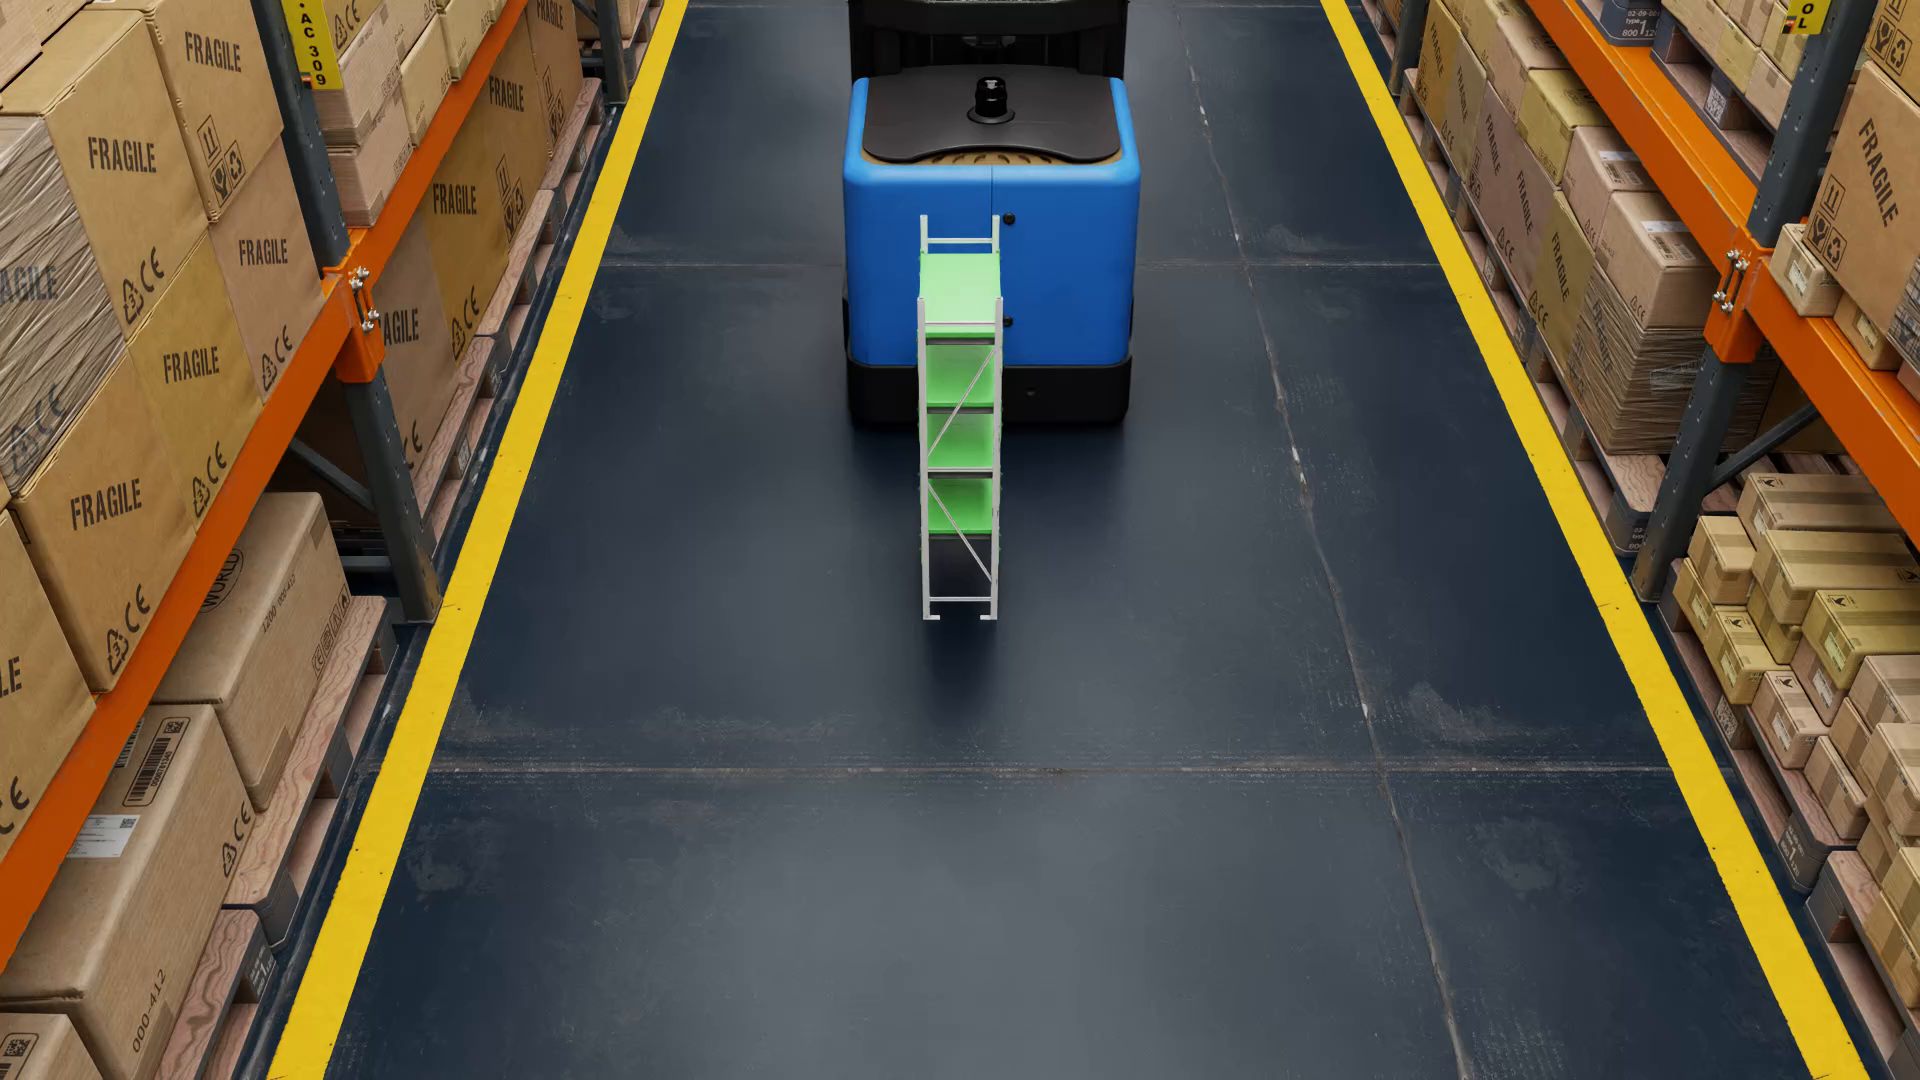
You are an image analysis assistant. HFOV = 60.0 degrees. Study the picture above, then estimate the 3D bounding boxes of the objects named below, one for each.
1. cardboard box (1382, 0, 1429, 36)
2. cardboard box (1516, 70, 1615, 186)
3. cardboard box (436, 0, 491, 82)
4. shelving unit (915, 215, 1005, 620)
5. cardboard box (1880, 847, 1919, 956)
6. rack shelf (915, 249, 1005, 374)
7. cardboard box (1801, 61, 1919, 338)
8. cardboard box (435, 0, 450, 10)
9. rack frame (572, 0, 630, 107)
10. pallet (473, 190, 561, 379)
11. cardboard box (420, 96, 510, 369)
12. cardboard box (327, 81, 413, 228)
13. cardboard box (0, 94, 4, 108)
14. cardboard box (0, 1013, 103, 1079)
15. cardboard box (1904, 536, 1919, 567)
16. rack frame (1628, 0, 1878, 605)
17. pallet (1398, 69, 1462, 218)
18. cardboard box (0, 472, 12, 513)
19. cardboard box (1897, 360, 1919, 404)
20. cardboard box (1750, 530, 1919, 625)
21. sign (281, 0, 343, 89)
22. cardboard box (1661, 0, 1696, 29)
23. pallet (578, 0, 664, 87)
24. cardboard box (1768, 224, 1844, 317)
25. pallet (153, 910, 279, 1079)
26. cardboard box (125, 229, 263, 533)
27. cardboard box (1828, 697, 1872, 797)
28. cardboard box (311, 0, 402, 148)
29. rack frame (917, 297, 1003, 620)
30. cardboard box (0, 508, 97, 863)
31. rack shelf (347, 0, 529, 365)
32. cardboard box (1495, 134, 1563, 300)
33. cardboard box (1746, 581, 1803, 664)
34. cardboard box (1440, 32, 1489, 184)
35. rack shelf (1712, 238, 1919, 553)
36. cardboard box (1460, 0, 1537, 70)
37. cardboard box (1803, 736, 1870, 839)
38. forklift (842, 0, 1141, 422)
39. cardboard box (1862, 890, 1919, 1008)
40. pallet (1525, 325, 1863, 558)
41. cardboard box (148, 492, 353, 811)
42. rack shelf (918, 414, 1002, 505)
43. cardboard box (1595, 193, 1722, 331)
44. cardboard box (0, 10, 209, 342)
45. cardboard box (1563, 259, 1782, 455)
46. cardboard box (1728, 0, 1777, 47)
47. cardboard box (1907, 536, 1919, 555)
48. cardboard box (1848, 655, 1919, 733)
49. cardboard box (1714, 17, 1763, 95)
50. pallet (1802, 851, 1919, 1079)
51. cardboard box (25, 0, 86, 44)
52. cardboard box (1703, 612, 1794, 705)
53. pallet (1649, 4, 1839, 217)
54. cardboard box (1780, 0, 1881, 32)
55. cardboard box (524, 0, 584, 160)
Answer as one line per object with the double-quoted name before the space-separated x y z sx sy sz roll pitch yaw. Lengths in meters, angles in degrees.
"cardboard box" 2.827 -3.164 8.763 1.050 0.750 0.750 -1 39 -1
"cardboard box" 2.487 -1.594 6.404 0.500 0.250 0.500 -2 39 -2
"cardboard box" -1.931 -1.790 5.705 0.500 0.250 0.500 0 39 0
"shelving unit" 0.000 -0.365 5.246 0.258 1.200 0.503 0 39 0
"cardboard box" 2.460 0.873 3.968 0.380 0.149 0.250 0 39 0
"rack shelf" 0.000 -0.689 4.985 0.258 0.148 0.480 0 39 0
"cardboard box" 2.491 -0.841 4.083 0.500 0.500 0.500 -1 39 -1
"cardboard box" -1.929 -1.982 5.545 0.500 0.250 0.500 0 39 1
"rack frame" -2.212 -3.430 7.632 1.000 3.000 0.127 0 39 0
"pallet" -2.288 -1.088 6.939 1.003 0.211 1.213 0 39 0
"cardboard box" -2.297 -1.216 6.232 0.875 0.875 0.875 1 39 1
"cardboard box" -1.944 -1.146 4.901 0.500 0.250 0.500 -1 39 -1
"cardboard box" -1.952 -0.783 2.930 0.380 0.149 0.250 0 39 0
"cardboard box" -2.313 1.423 3.288 0.875 0.438 0.875 1 39 1
"cardboard box" 3.061 0.034 5.015 0.380 0.149 0.250 1 39 1
"rack frame" 2.742 -0.996 4.594 1.000 3.000 0.127 0 39 0
"pallet" 2.737 -1.920 7.977 1.003 0.211 1.213 0 39 0
"cardboard box" -1.936 -0.114 2.614 0.500 0.500 0.500 0 39 0
"cardboard box" 2.543 -0.392 4.041 0.380 0.149 0.250 -2 39 -2
"cardboard box" 2.477 0.109 4.684 0.380 0.149 0.250 2 39 2
"sign" -1.652 -1.299 4.217 0.100 0.325 0.005 0 39 0
"cardboard box" 2.545 -1.785 5.444 0.380 0.149 0.250 -2 39 -2
"pallet" -2.211 -2.831 9.114 1.003 0.211 1.213 0 39 0
"cardboard box" 2.416 -0.720 4.451 0.380 0.149 0.250 1 39 2
"pallet" -2.281 1.400 3.835 1.003 0.211 1.213 0 39 0
"cardboard box" -1.945 -0.356 3.716 0.500 0.500 0.500 -1 39 -1
"cardboard box" 2.547 0.543 4.380 0.380 0.149 0.250 -2 39 -2
"cardboard box" -1.926 -1.341 4.745 0.500 0.250 0.500 -1 39 -1
"rack frame" 0.000 -0.212 5.055 0.240 1.200 0.015 0 39 0
"cardboard box" -1.945 0.285 2.915 0.500 0.500 0.500 1 39 1
"rack shelf" -2.210 -1.899 6.296 1.077 0.370 4.000 0 39 0
"cardboard box" 2.493 -1.288 6.622 0.500 0.500 0.500 -1 39 -1
"cardboard box" 2.513 0.222 4.780 0.380 0.149 0.250 0 39 0
"cardboard box" 2.488 -1.929 7.421 0.500 0.500 0.500 0 39 0
"rack shelf" 2.745 0.536 3.258 1.077 0.370 4.000 0 39 0
"cardboard box" 2.497 -2.230 7.197 0.500 0.250 0.500 0 39 -1
"cardboard box" 2.524 0.661 4.470 0.380 0.149 0.250 -1 39 -1
"forklift" 0.109 -2.474 6.493 1.130 2.935 3.031 0 39 0
"cardboard box" 2.464 0.992 4.057 0.380 0.149 0.250 -1 39 -1
"pallet" 2.740 -0.394 6.073 1.003 0.211 1.213 0 39 0
"cardboard box" -2.314 0.300 4.690 0.875 0.438 0.875 -1 39 -1
"rack shelf" 0.000 -0.315 5.286 0.258 0.148 0.480 0 39 0
"cardboard box" 2.489 -0.942 5.591 0.500 0.250 0.500 -1 39 -1
"cardboard box" -1.938 -0.746 3.403 0.500 0.500 0.500 -1 39 -1
"cardboard box" 2.490 -0.647 5.821 0.500 0.500 0.500 -1 39 -1
"cardboard box" 2.543 -1.591 4.964 0.380 0.149 0.250 0 39 0
"cardboard box" 3.003 -0.057 4.891 0.380 0.149 0.250 1 39 1
"cardboard box" 2.549 0.430 4.283 0.380 0.149 0.250 -1 39 -1
"cardboard box" 2.543 -1.472 5.054 0.380 0.149 0.250 0 39 0
"pallet" 2.783 1.277 3.987 1.003 0.211 1.213 0 39 0
"cardboard box" -2.007 -1.098 3.323 0.380 0.149 0.250 0 39 0
"cardboard box" 2.422 0.347 4.862 0.380 0.149 0.250 1 39 1
"pallet" 2.887 -1.399 5.250 1.003 0.211 1.213 0 39 0
"cardboard box" 2.547 -1.545 4.668 0.380 0.149 0.250 2 39 2
"cardboard box" -2.294 -2.333 7.626 0.875 0.875 0.875 0 39 0
